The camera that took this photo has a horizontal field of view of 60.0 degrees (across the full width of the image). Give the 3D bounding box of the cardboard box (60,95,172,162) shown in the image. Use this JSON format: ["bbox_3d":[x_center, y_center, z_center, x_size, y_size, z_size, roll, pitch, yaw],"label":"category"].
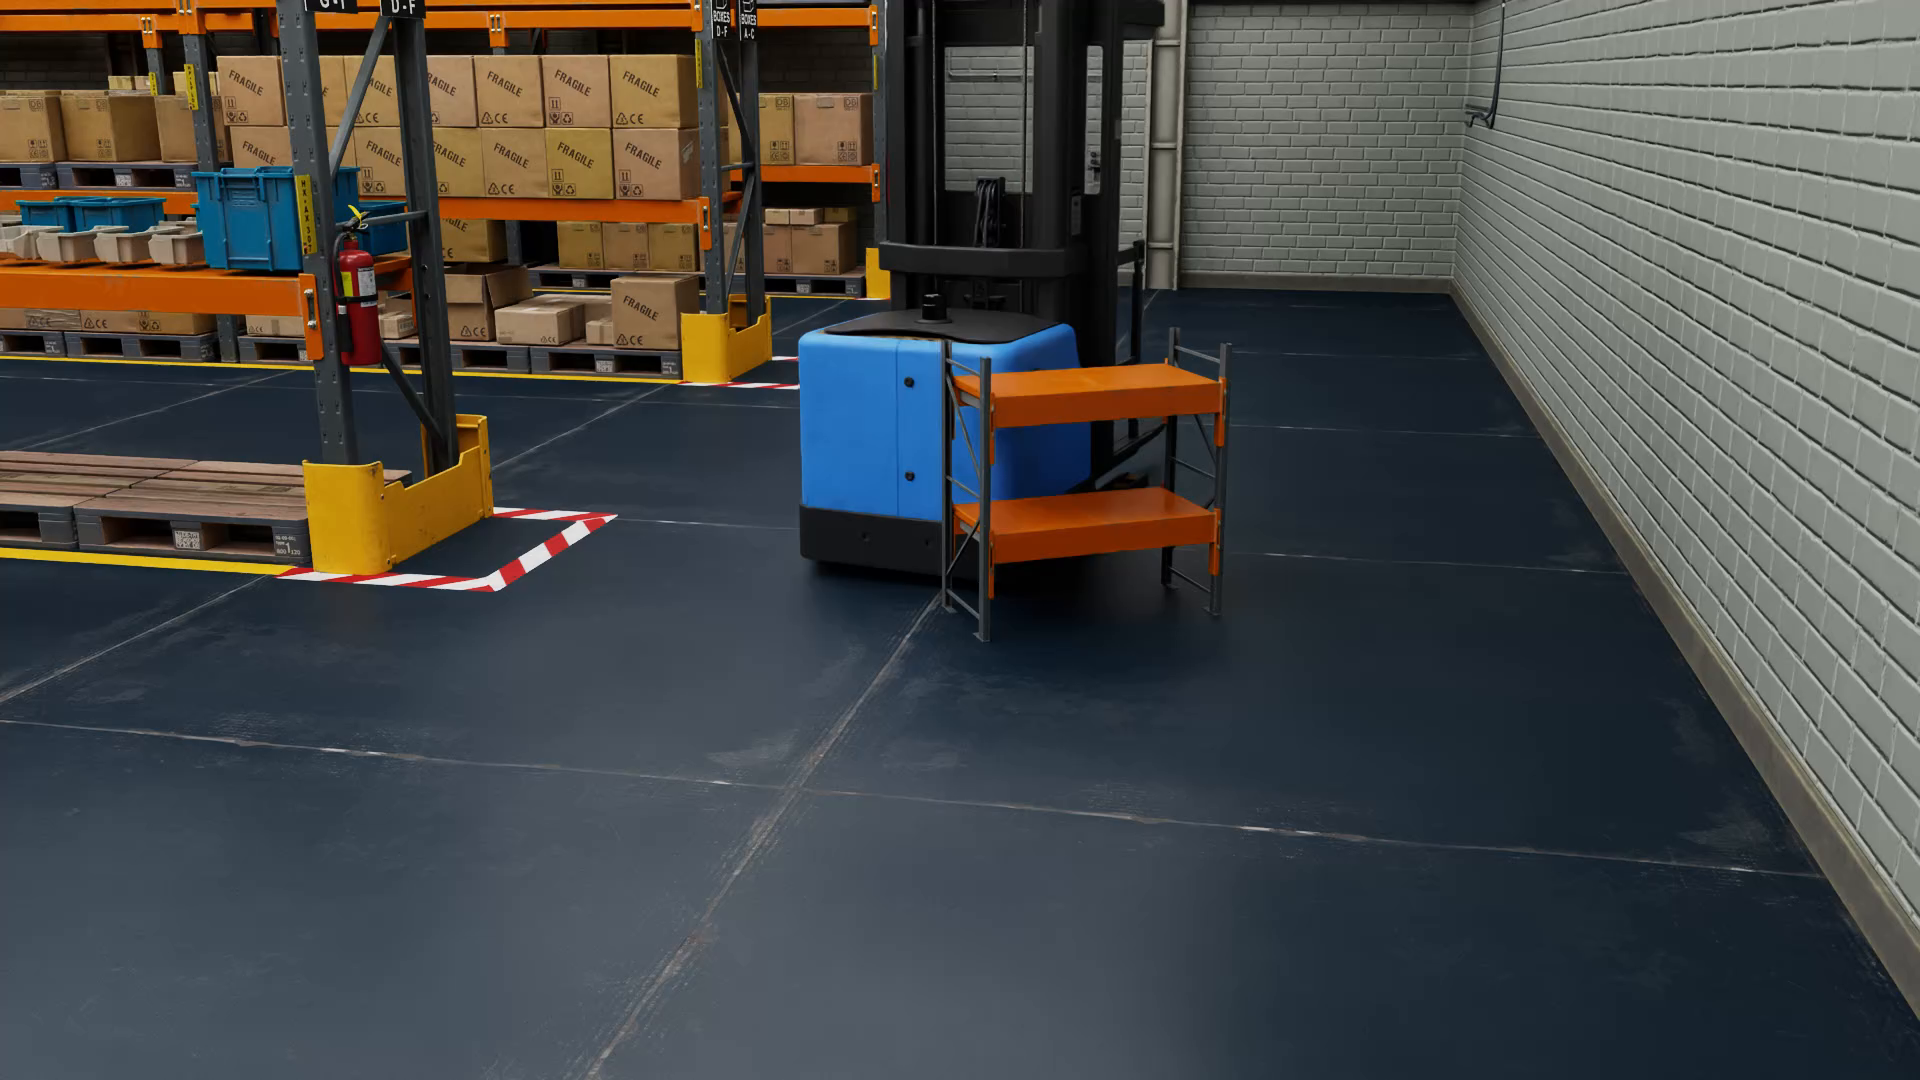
[{"bbox_3d":[-6.708,-3.306,13.334,0.500,0.500,0.700,6,16,20],"label":"cardboard box"}]

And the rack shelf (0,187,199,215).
[{"bbox_3d":[-7.562,-2.711,13.509,4.000,0.370,1.077,3,16,11],"label":"rack shelf"}]

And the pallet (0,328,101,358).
[{"bbox_3d":[-7.605,-1.705,13.753,1.213,0.211,1.003,3,16,11],"label":"pallet"}]

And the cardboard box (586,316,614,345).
[{"bbox_3d":[-2.643,-1.595,12.614,0.250,0.166,0.380,3,16,11],"label":"cardboard box"}]

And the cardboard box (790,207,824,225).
[{"bbox_3d":[-1.566,-3.315,17.023,0.250,0.149,0.380,3,16,10],"label":"cardboard box"}]

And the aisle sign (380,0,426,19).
[{"bbox_3d":[-2.543,-2.770,7.503,0.004,0.787,0.394,3,16,11],"label":"aisle sign"}]

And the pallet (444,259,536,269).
[{"bbox_3d":[-5.389,-2.925,18.157,1.213,0.211,1.003,3,16,11],"label":"pallet"}]

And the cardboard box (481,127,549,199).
[{"bbox_3d":[-3.172,-2.794,12.273,0.500,0.500,0.500,3,16,12],"label":"cardboard box"}]

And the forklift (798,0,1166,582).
[{"bbox_3d":[0.333,-1.580,8.207,1.130,2.935,3.031,7,17,23],"label":"forklift"}]

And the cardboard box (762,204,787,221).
[{"bbox_3d":[-1.984,-3.442,17.480,0.250,0.149,0.380,3,16,12],"label":"cardboard box"}]

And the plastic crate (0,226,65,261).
[{"bbox_3d":[-4.361,-1.380,7.735,0.250,0.136,0.298,3,16,11],"label":"plastic crate"}]

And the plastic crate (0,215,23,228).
[{"bbox_3d":[-4.826,-1.544,8.328,0.466,0.136,0.293,3,16,11],"label":"plastic crate"}]

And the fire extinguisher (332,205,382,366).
[{"bbox_3d":[-2.615,-1.099,7.185,0.183,0.674,0.296,3,16,11],"label":"fire extinguisher"}]

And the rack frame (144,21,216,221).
[{"bbox_3d":[-8.538,-4.460,18.476,0.127,3.000,1.000,3,16,11],"label":"rack frame"}]

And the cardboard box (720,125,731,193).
[{"bbox_3d":[-2.064,-2.880,12.581,0.500,0.500,0.500,3,16,12],"label":"cardboard box"}]

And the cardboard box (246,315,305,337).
[{"bbox_3d":[-5.233,-1.789,13.044,0.500,0.311,0.500,3,16,11],"label":"cardboard box"}]

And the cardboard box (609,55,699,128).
[{"bbox_3d":[-2.173,-3.221,11.939,0.500,0.500,0.500,3,16,11],"label":"cardboard box"}]

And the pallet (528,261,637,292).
[{"bbox_3d":[-3.889,-2.843,17.860,1.213,0.211,1.003,3,16,11],"label":"pallet"}]

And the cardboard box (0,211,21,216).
[{"bbox_3d":[-10.725,-3.594,19.205,0.500,0.500,0.700,3,16,12],"label":"cardboard box"}]

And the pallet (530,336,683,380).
[{"bbox_3d":[-2.538,-1.441,12.799,1.213,0.211,1.003,3,16,11],"label":"pallet"}]

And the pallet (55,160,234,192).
[{"bbox_3d":[-6.363,-2.930,13.311,1.213,0.211,1.003,3,16,11],"label":"pallet"}]

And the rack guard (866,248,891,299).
[{"bbox_3d":[-0.675,-2.829,17.268,0.348,0.500,1.175,3,16,11],"label":"rack guard"}]

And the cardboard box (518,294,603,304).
[{"bbox_3d":[-3.138,-1.782,13.133,0.500,0.250,0.500,3,16,11],"label":"cardboard box"}]

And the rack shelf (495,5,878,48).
[{"bbox_3d":[-2.658,-5.240,17.019,4.000,0.370,1.077,3,16,11],"label":"rack shelf"}]

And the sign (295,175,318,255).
[{"bbox_3d":[-2.766,-1.377,7.039,0.005,0.325,0.100,3,16,11],"label":"sign"}]

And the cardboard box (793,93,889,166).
[{"bbox_3d":[-1.200,-4.204,16.988,0.700,0.700,0.980,4,16,14],"label":"cardboard box"}]

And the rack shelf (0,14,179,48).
[{"bbox_3d":[-10.498,-5.666,18.555,4.000,0.370,1.077,3,16,11],"label":"rack shelf"}]

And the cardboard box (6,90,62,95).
[{"bbox_3d":[-10.226,-4.804,18.703,0.500,0.500,0.700,3,16,11],"label":"cardboard box"}]

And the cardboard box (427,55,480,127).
[{"bbox_3d":[-3.680,-3.301,12.229,0.500,0.500,0.500,4,16,13],"label":"cardboard box"}]

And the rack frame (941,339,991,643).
[{"bbox_3d":[0.021,-0.202,6.613,0.032,1.125,0.500,-5,16,-19],"label":"rack frame"}]

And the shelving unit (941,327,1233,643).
[{"bbox_3d":[0.501,-0.247,6.776,1.048,1.125,0.538,-5,16,-19],"label":"shelving unit"}]

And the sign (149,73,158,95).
[{"bbox_3d":[-8.637,-4.838,17.817,0.005,0.325,0.100,3,16,11],"label":"sign"}]

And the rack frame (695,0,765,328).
[{"bbox_3d":[-1.682,-2.739,12.260,0.127,3.000,1.000,3,16,11],"label":"rack frame"}]

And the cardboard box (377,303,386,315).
[{"bbox_3d":[-4.607,-1.829,13.493,0.250,0.149,0.380,3,16,11],"label":"cardboard box"}]

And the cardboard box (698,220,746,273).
[{"bbox_3d":[-2.388,-3.097,17.449,0.500,0.500,0.700,3,16,9],"label":"cardboard box"}]

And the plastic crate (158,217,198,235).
[{"bbox_3d":[-3.812,-1.519,8.239,0.298,0.136,0.250,3,16,11],"label":"plastic crate"}]

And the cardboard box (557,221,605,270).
[{"bbox_3d":[-3.906,-3.179,17.745,0.500,0.500,0.700,3,16,12],"label":"cardboard box"}]

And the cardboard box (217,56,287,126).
[{"bbox_3d":[-5.196,-3.383,12.525,0.500,0.500,0.500,4,16,13],"label":"cardboard box"}]

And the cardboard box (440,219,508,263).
[{"bbox_3d":[-5.281,-3.415,17.940,0.750,0.750,0.750,3,16,12],"label":"cardboard box"}]

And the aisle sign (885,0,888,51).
[{"bbox_3d":[-0.688,-5.205,16.295,0.004,0.787,0.394,3,16,11],"label":"aisle sign"}]

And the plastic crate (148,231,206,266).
[{"bbox_3d":[-3.508,-1.341,7.596,0.243,0.136,0.396,3,16,11],"label":"plastic crate"}]

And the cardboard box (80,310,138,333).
[{"bbox_3d":[-6.625,-1.939,13.230,0.500,0.500,0.500,3,16,11],"label":"cardboard box"}]

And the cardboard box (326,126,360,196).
[{"bbox_3d":[-4.654,-2.875,12.565,0.500,0.500,0.500,3,16,12],"label":"cardboard box"}]

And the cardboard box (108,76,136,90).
[{"bbox_3d":[-9.200,-5.057,18.403,0.250,0.149,0.380,0,15,2],"label":"cardboard box"}]

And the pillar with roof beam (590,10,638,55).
[{"bbox_3d":[-4.618,-6.202,13.523,0.400,9.000,9.100,3,16,11],"label":"pillar with roof beam"}]
